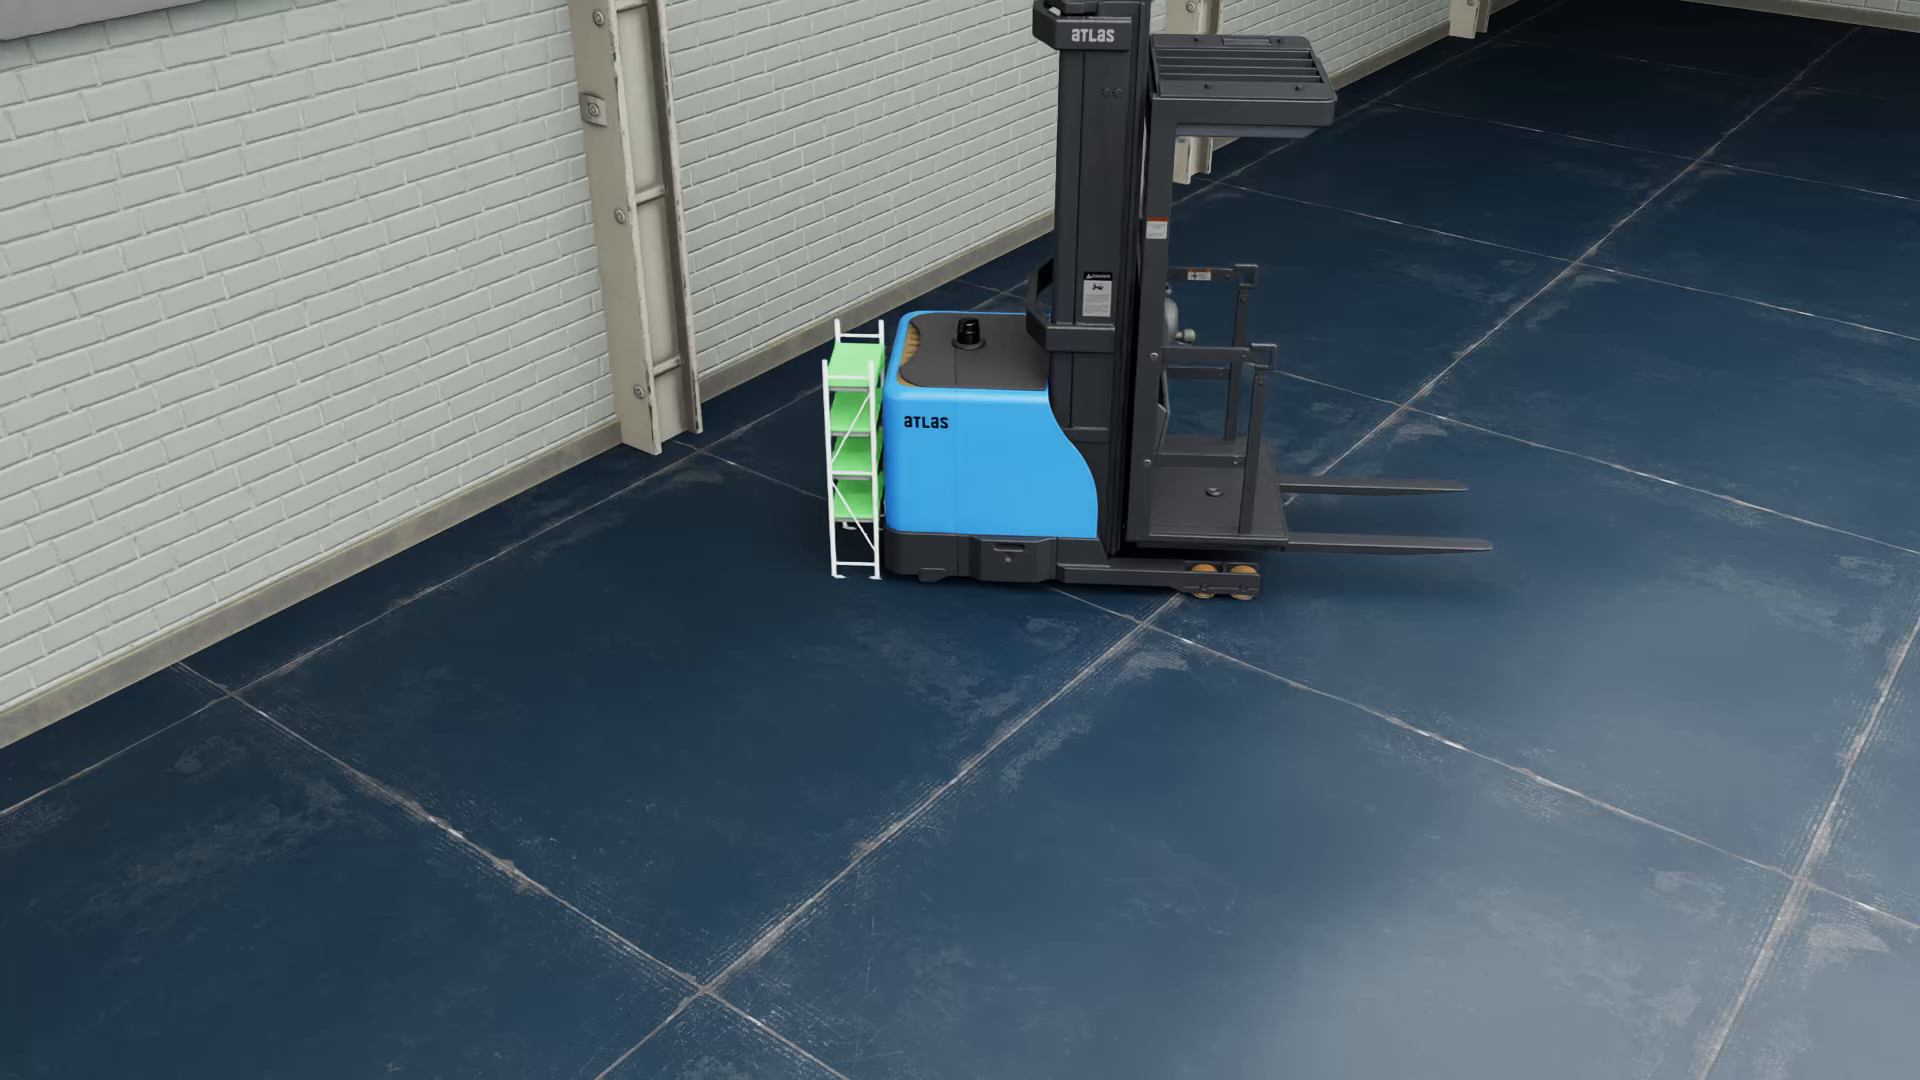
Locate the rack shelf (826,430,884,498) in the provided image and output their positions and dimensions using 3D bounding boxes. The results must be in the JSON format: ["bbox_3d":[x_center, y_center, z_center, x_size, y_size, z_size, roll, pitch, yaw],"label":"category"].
[{"bbox_3d":[-0.513,-0.395,8.365,0.258,0.148,0.480,2,31,3],"label":"rack shelf"}]

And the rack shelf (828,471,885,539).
[{"bbox_3d":[-0.513,-0.188,8.487,0.258,0.148,0.480,2,31,3],"label":"rack shelf"}]

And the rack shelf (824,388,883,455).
[{"bbox_3d":[-0.513,-0.601,8.243,0.258,0.148,0.480,2,31,3],"label":"rack shelf"}]

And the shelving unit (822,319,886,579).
[{"bbox_3d":[-0.513,-0.450,8.332,0.258,1.200,0.503,2,31,3],"label":"shelving unit"}]

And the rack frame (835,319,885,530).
[{"bbox_3d":[-0.500,-0.574,8.542,0.240,1.200,0.015,2,31,3],"label":"rack frame"}]

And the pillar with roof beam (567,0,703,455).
[{"bbox_3d":[1.675,-3.161,5.258,9.100,9.000,0.400,21,37,31],"label":"pillar with roof beam"}]

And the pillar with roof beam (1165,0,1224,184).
[{"bbox_3d":[5.297,-5.600,9.373,9.100,9.000,0.400,21,37,31],"label":"pillar with roof beam"}]

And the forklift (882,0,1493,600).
[{"bbox_3d":[1.156,-1.247,7.979,3.031,2.935,1.130,2,31,3],"label":"forklift"}]

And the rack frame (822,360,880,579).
[{"bbox_3d":[-0.527,-0.326,8.123,0.240,1.200,0.015,2,31,3],"label":"rack frame"}]

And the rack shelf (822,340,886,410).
[{"bbox_3d":[-0.513,-0.808,8.120,0.258,0.148,0.480,2,31,3],"label":"rack shelf"}]

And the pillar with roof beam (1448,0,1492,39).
[{"bbox_3d":[8.919,-8.039,13.488,9.100,9.000,0.400,21,37,31],"label":"pillar with roof beam"}]
